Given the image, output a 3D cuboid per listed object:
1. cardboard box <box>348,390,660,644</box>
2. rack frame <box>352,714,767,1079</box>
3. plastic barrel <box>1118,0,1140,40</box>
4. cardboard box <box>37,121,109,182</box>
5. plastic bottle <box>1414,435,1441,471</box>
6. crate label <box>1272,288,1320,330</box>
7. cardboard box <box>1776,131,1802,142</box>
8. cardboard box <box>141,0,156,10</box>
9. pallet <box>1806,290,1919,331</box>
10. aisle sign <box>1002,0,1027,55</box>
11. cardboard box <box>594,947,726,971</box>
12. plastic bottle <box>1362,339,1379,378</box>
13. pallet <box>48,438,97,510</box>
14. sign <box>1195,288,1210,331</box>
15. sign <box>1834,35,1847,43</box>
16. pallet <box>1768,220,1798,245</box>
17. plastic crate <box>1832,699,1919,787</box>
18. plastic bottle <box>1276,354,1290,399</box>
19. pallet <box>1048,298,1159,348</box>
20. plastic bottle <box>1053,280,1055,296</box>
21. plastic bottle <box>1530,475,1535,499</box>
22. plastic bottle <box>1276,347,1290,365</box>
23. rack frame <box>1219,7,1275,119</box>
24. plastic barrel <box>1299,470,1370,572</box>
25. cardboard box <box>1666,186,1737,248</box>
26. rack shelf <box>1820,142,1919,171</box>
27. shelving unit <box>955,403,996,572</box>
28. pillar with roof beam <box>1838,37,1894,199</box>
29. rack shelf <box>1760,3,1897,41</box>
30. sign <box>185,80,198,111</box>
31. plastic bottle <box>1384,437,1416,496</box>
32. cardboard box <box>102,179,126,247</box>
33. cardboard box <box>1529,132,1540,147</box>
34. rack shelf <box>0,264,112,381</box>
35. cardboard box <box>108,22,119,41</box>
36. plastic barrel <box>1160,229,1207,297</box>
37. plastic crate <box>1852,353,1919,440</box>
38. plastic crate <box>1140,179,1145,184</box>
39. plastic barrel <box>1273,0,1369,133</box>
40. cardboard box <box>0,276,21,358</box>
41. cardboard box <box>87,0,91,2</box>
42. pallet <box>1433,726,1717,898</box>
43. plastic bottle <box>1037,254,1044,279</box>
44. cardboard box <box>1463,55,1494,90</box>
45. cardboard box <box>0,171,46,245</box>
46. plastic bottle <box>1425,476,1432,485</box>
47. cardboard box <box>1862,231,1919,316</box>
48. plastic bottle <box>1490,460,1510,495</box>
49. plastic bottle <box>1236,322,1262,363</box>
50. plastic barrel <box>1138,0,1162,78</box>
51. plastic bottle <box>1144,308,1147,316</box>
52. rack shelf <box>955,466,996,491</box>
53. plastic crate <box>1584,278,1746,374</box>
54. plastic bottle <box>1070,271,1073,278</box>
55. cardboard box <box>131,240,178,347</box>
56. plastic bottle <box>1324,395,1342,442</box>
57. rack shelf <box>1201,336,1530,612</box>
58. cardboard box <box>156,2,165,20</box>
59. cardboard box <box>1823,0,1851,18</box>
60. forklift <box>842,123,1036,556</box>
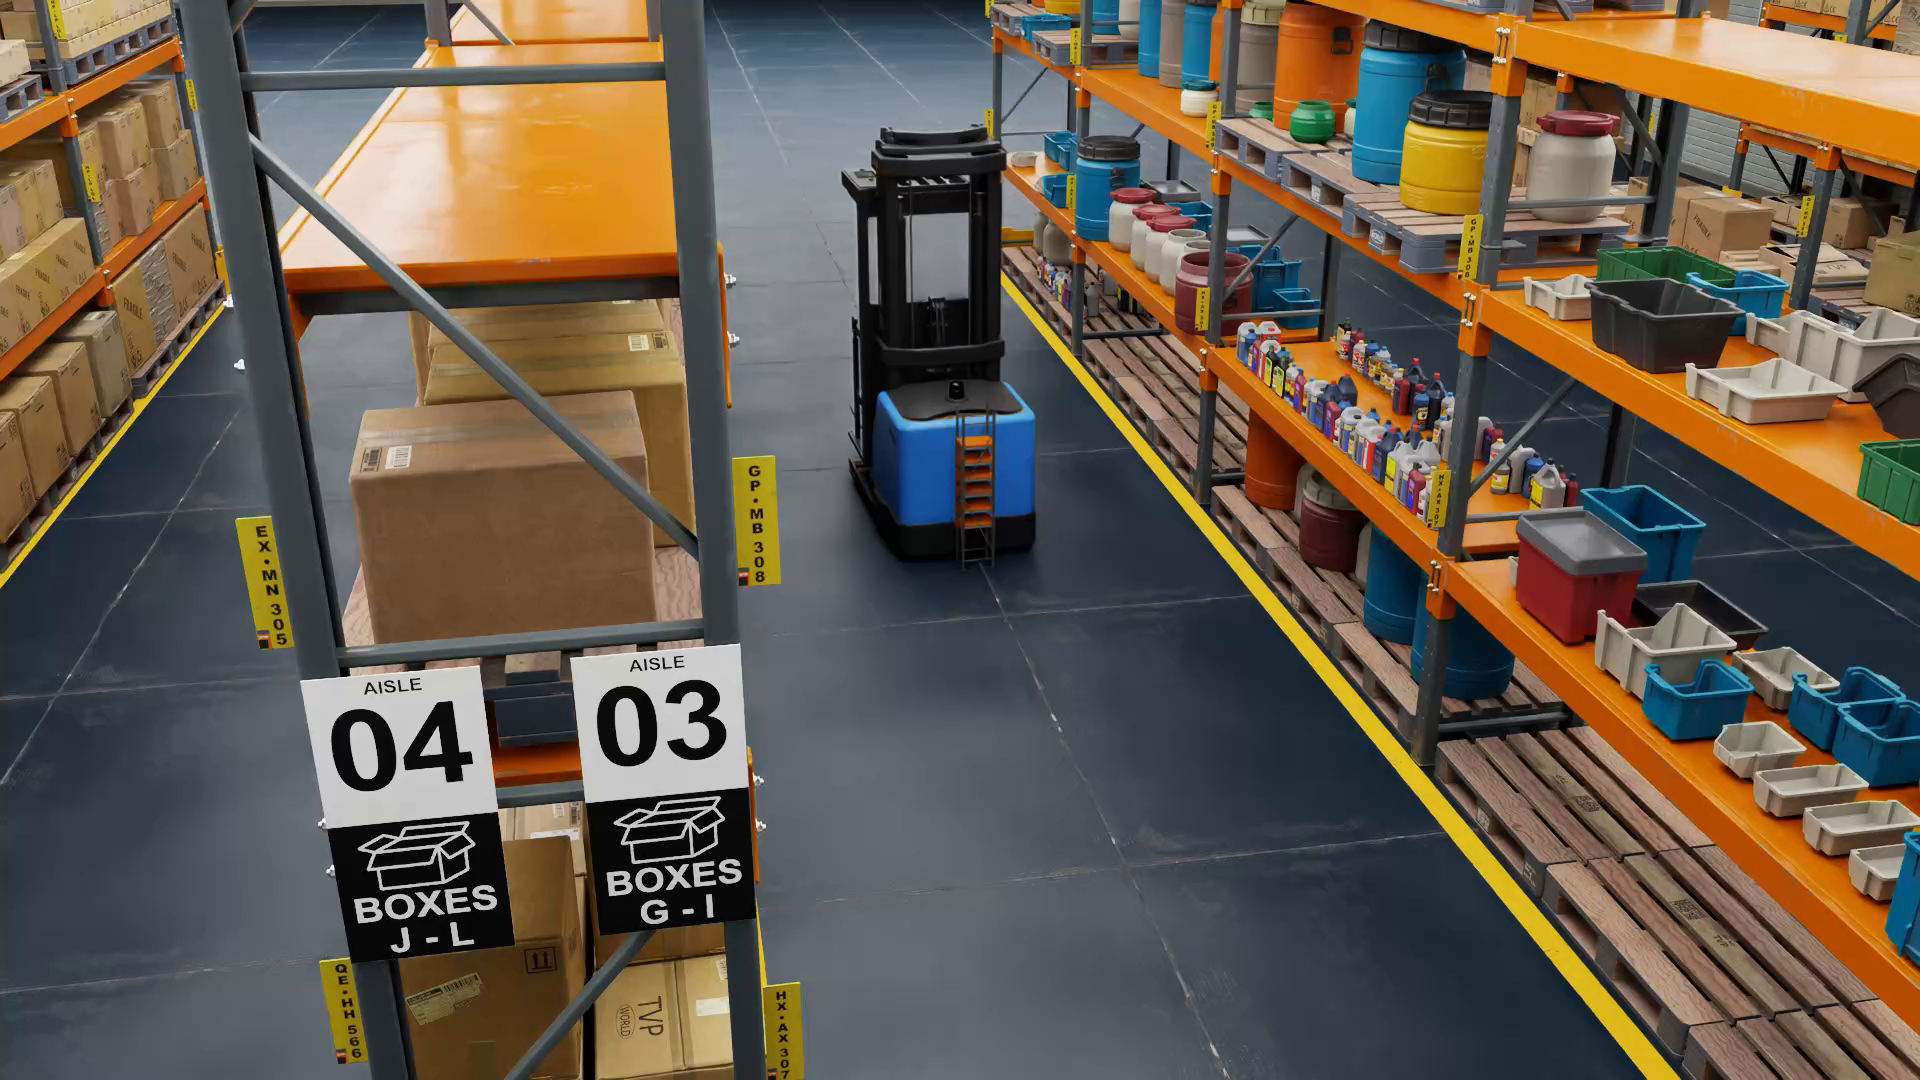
[{"bbox_3d":[-1.173,-0.051,4.340,0.700,0.500,0.500,-6,24,-13],"label":"cardboard box"},{"bbox_3d":[-1.024,1.808,4.605,1.000,3.000,0.127,-4,24,-10],"label":"rack frame"},{"bbox_3d":[1.738,-5.081,15.966,0.421,0.512,0.421,0,24,0],"label":"plastic barrel"},{"bbox_3d":[-8.386,-3.504,15.230,0.875,0.550,0.550,-4,24,-10],"label":"cardboard box"},{"bbox_3d":[2.754,-0.457,9.853,0.144,0.351,0.185,-4,24,-10],"label":"plastic bottle"},{"bbox_3d":[2.655,-1.822,13.126,0.303,0.233,0.416,-4,24,-10],"label":"crate label"},{"bbox_3d":[10.510,-5.107,20.600,0.500,0.250,0.500,-5,24,-11],"label":"cardboard box"},{"bbox_3d":[-8.419,-5.470,16.687,0.500,0.250,0.500,-4,24,-10],"label":"cardboard box"},{"bbox_3d":[7.428,-1.721,12.925,1.213,0.211,1.003,-4,24,-10],"label":"pallet"},{"bbox_3d":[0.584,-6.050,19.349,0.394,0.787,0.004,-4,24,-10],"label":"aisle sign"},{"bbox_3d":[-0.950,1.328,5.521,0.500,0.250,0.500,-5,24,-10],"label":"cardboard box"},{"bbox_3d":[2.941,-1.305,11.893,0.097,0.271,0.097,0,24,0],"label":"plastic bottle"},{"bbox_3d":[-7.690,-0.528,13.438,1.003,0.211,1.213,-4,24,-10],"label":"pallet"},{"bbox_3d":[1.825,-1.737,12.517,0.100,0.325,0.005,-4,24,-10],"label":"sign"},{"bbox_3d":[6.686,-3.680,12.679,0.100,0.325,0.005,-4,24,-10],"label":"sign"},{"bbox_3d":[10.751,-3.955,21.285,1.003,0.211,1.213,-4,24,-10],"label":"pallet"},{"bbox_3d":[3.878,0.851,6.930,0.416,0.233,0.300,-4,24,-10],"label":"plastic crate"},{"bbox_3d":[2.235,-1.129,11.475,0.061,0.283,0.133,-4,24,-10],"label":"plastic bottle"},{"bbox_3d":[1.542,-2.268,17.422,1.003,0.211,1.213,-4,24,-10],"label":"pallet"},{"bbox_3d":[1.052,-2.741,17.967,0.097,0.201,0.097,0,24,0],"label":"plastic bottle"},{"bbox_3d":[3.392,-0.313,9.710,0.097,0.201,0.097,0,24,0],"label":"plastic bottle"},{"bbox_3d":[2.267,-1.227,11.715,0.097,0.271,0.097,0,24,0],"label":"plastic bottle"},{"bbox_3d":[2.365,-4.454,11.448,1.000,3.000,0.127,-4,24,-10],"label":"rack frame"},{"bbox_3d":[2.681,-0.157,11.593,0.600,0.588,0.708,-4,24,-10],"label":"plastic barrel"},{"bbox_3d":[6.810,-2.982,15.448,0.500,0.500,0.500,-4,24,-10],"label":"cardboard box"},{"bbox_3d":[7.603,-2.329,11.228,1.077,0.370,4.000,-4,24,-10],"label":"rack shelf"},{"bbox_3d":[0.109,-0.369,11.838,0.258,1.200,0.189,-6,24,-12],"label":"shelving unit"},{"bbox_3d":[7.370,-7.804,19.119,9.100,9.000,0.400,-4,24,-10],"label":"pillar with roof beam"},{"bbox_3d":[10.991,-5.843,19.275,1.077,0.370,4.000,-4,24,-10],"label":"rack shelf"},{"bbox_3d":[-8.340,-4.832,18.065,0.100,0.325,0.005,-4,24,-10],"label":"sign"},{"bbox_3d":[2.613,-0.447,9.829,0.144,0.351,0.185,-4,24,-10],"label":"plastic bottle"},{"bbox_3d":[-8.340,-3.012,15.454,0.875,0.550,0.550,-4,24,-10],"label":"cardboard box"},{"bbox_3d":[6.189,-4.175,17.369,0.380,0.149,0.250,-5,24,-11],"label":"cardboard box"},{"bbox_3d":[-7.766,-1.468,13.006,1.077,0.370,4.000,-4,24,-10],"label":"rack shelf"},{"bbox_3d":[-8.106,-4.752,15.541,0.380,0.149,0.250,-4,24,-10],"label":"cardboard box"},{"bbox_3d":[1.887,-2.311,13.896,0.421,0.512,0.421,0,24,0],"label":"plastic barrel"},{"bbox_3d":[3.831,-0.526,6.279,0.504,0.338,0.767,-4,24,-10],"label":"plastic crate"},{"bbox_3d":[1.651,-3.736,17.564,0.450,0.188,0.662,-4,24,-10],"label":"plastic crate"},{"bbox_3d":[2.467,-3.246,11.367,0.600,0.830,0.708,-4,24,-10],"label":"plastic barrel"},{"bbox_3d":[-7.403,-1.652,12.402,0.500,0.500,0.500,-4,24,-10],"label":"cardboard box"},{"bbox_3d":[-8.011,-4.916,14.921,0.380,0.149,0.250,-5,24,-11],"label":"cardboard box"},{"bbox_3d":[3.278,1.432,8.949,1.003,0.211,1.213,-4,24,-10],"label":"pallet"},{"bbox_3d":[0.914,-3.067,18.626,0.097,0.271,0.097,0,24,0],"label":"plastic bottle"},{"bbox_3d":[6.034,-5.247,19.013,0.700,0.500,0.500,-4,24,-10],"label":"cardboard box"},{"bbox_3d":[-7.941,-2.692,13.534,0.700,0.500,0.500,-5,24,-11],"label":"cardboard box"},{"bbox_3d":[2.700,-0.272,9.617,0.097,0.201,0.097,0,24,0],"label":"plastic bottle"},{"bbox_3d":[7.460,-2.069,12.833,0.700,0.500,0.500,-13,27,-27],"label":"cardboard box"},{"bbox_3d":[3.206,-0.378,9.860,0.097,0.201,0.097,0,24,0],"label":"plastic bottle"},{"bbox_3d":[2.127,-1.454,12.229,0.152,0.276,0.135,-4,24,-10],"label":"plastic bottle"},{"bbox_3d":[1.932,-4.699,15.130,0.600,0.901,0.708,-4,24,-10],"label":"plastic barrel"},{"bbox_3d":[1.959,-2.436,17.268,0.097,0.201,0.097,0,24,0],"label":"plastic bottle"},{"bbox_3d":[0.109,-0.438,11.808,0.258,0.103,0.180,-6,24,-12],"label":"rack shelf"},{"bbox_3d":[3.064,-0.938,7.307,0.497,0.269,0.590,-4,24,-10],"label":"plastic crate"},{"bbox_3d":[1.206,-2.742,17.868,0.061,0.283,0.133,-4,24,-10],"label":"plastic bottle"},{"bbox_3d":[-8.354,-2.410,16.393,0.875,0.875,0.875,-4,24,-9],"label":"cardboard box"},{"bbox_3d":[2.397,-0.783,10.684,0.061,0.283,0.133,-4,24,-10],"label":"plastic bottle"},{"bbox_3d":[2.734,-0.589,10.992,1.077,0.370,4.000,-4,24,-10],"label":"rack shelf"},{"bbox_3d":[-8.435,-5.451,17.142,0.380,0.149,0.250,-4,24,-9],"label":"cardboard box"},{"bbox_3d":[10.602,-6.447,19.608,0.500,0.500,0.500,-3,24,-7],"label":"cardboard box"},{"bbox_3d":[-0.284,-1.788,12.924,1.130,2.935,3.031,-6,24,-12],"label":"forklift"}]
